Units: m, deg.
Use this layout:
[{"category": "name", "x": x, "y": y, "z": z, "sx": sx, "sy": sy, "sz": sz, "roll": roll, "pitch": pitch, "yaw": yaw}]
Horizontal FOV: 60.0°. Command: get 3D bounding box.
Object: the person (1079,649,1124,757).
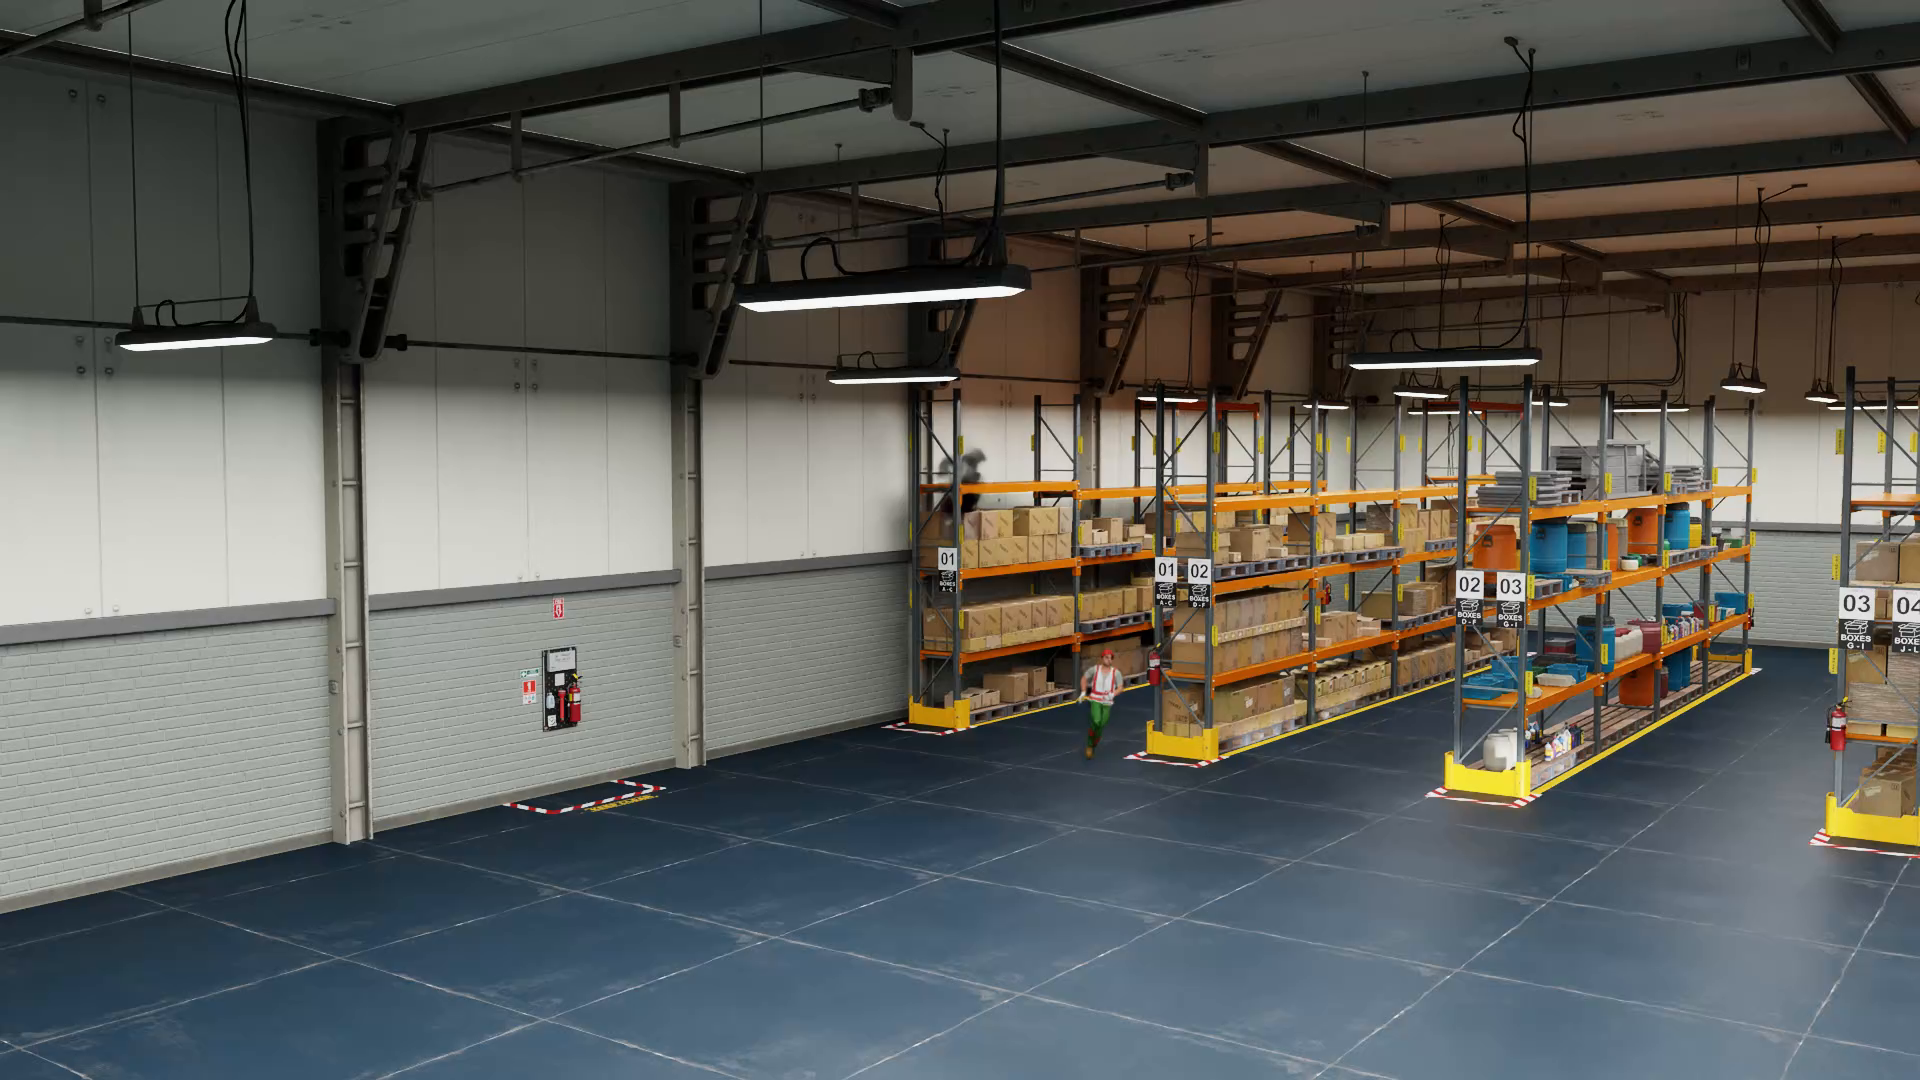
[{"category": "person", "x": 2.263, "y": 2.605, "z": 26.503, "sx": 0.694, "sy": 1.715, "sz": 0.652, "roll": 0, "pitch": 3, "yaw": -3}]
